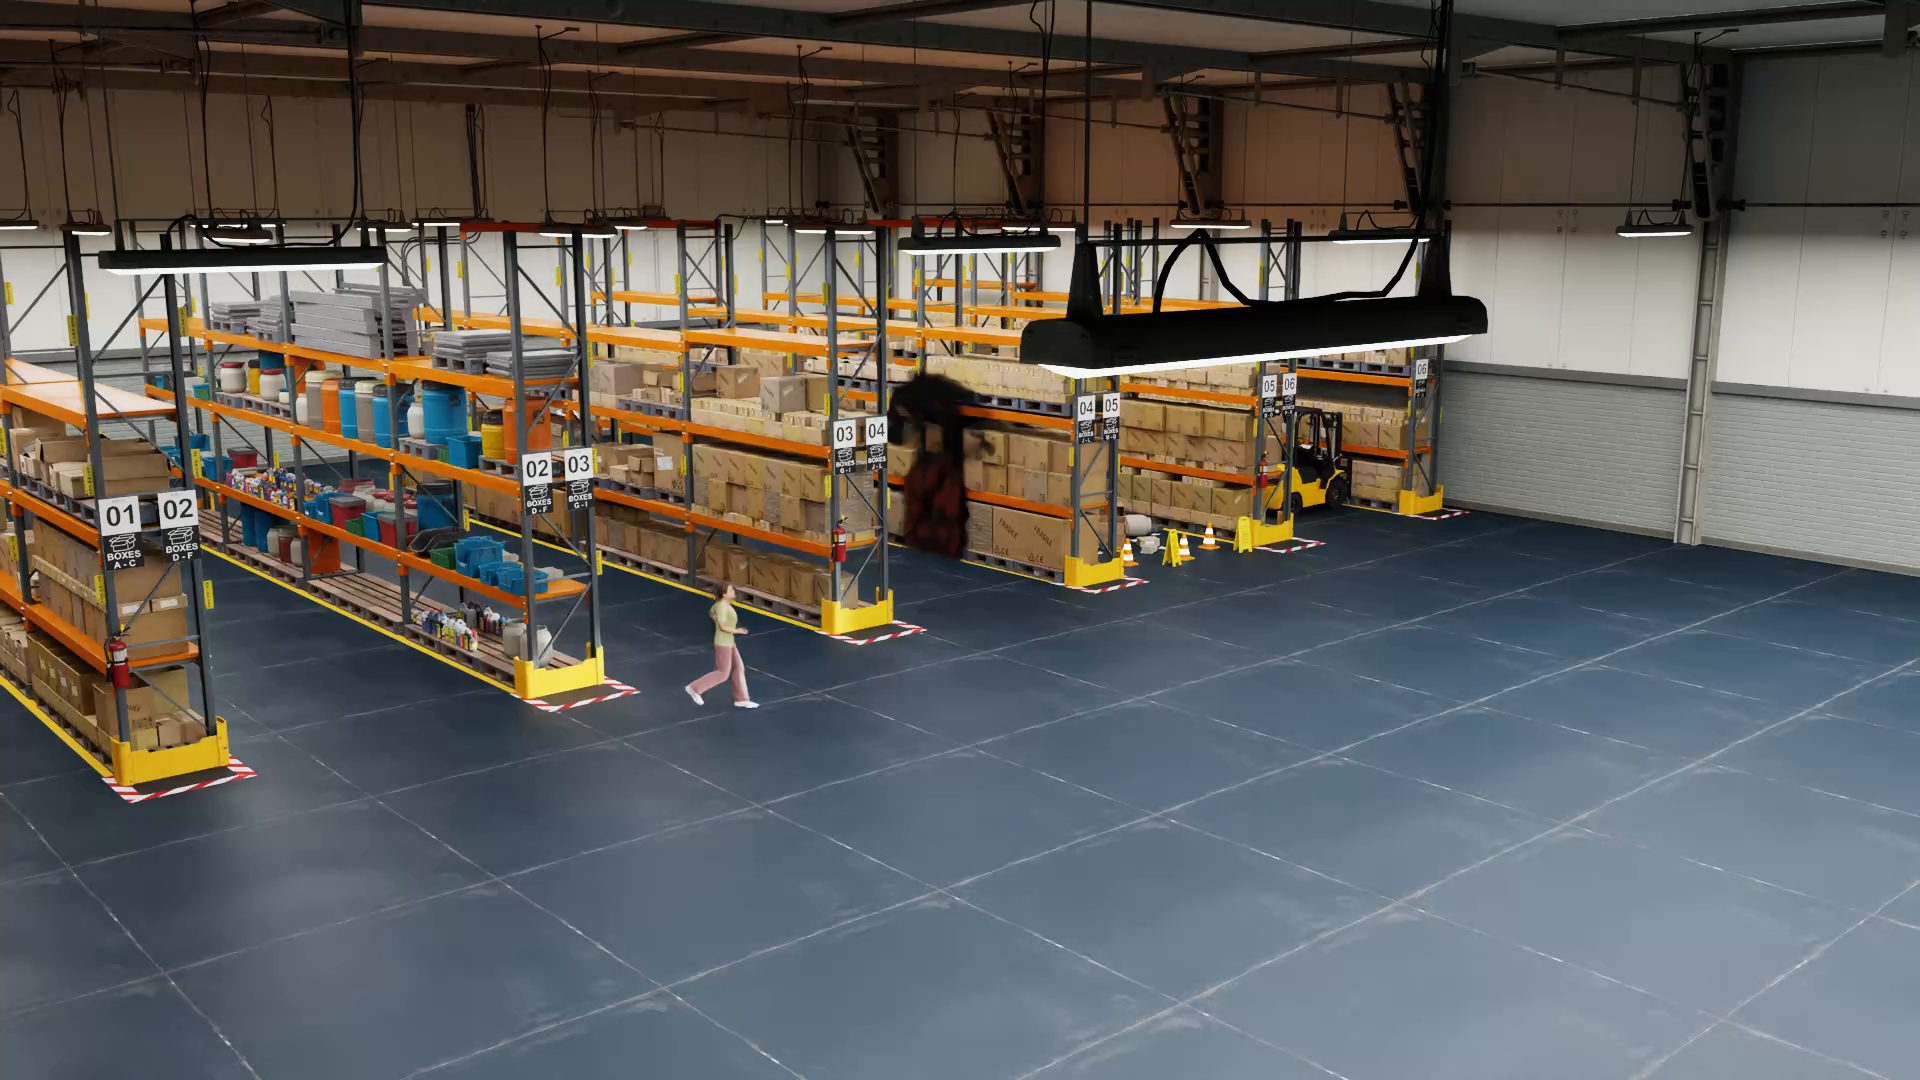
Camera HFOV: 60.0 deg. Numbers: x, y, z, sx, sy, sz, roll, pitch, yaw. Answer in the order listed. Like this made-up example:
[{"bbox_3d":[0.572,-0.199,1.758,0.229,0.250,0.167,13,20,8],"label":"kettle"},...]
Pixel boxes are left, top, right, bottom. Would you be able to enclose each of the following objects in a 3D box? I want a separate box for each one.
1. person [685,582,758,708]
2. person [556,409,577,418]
[{"bbox_3d":[-3.031,1.343,21.063,0.911,1.669,0.587,-2,12,-9],"label":"person"},{"bbox_3d":[-9.477,-2.516,40.019,0.689,1.813,0.739,3,12,12],"label":"person"}]
